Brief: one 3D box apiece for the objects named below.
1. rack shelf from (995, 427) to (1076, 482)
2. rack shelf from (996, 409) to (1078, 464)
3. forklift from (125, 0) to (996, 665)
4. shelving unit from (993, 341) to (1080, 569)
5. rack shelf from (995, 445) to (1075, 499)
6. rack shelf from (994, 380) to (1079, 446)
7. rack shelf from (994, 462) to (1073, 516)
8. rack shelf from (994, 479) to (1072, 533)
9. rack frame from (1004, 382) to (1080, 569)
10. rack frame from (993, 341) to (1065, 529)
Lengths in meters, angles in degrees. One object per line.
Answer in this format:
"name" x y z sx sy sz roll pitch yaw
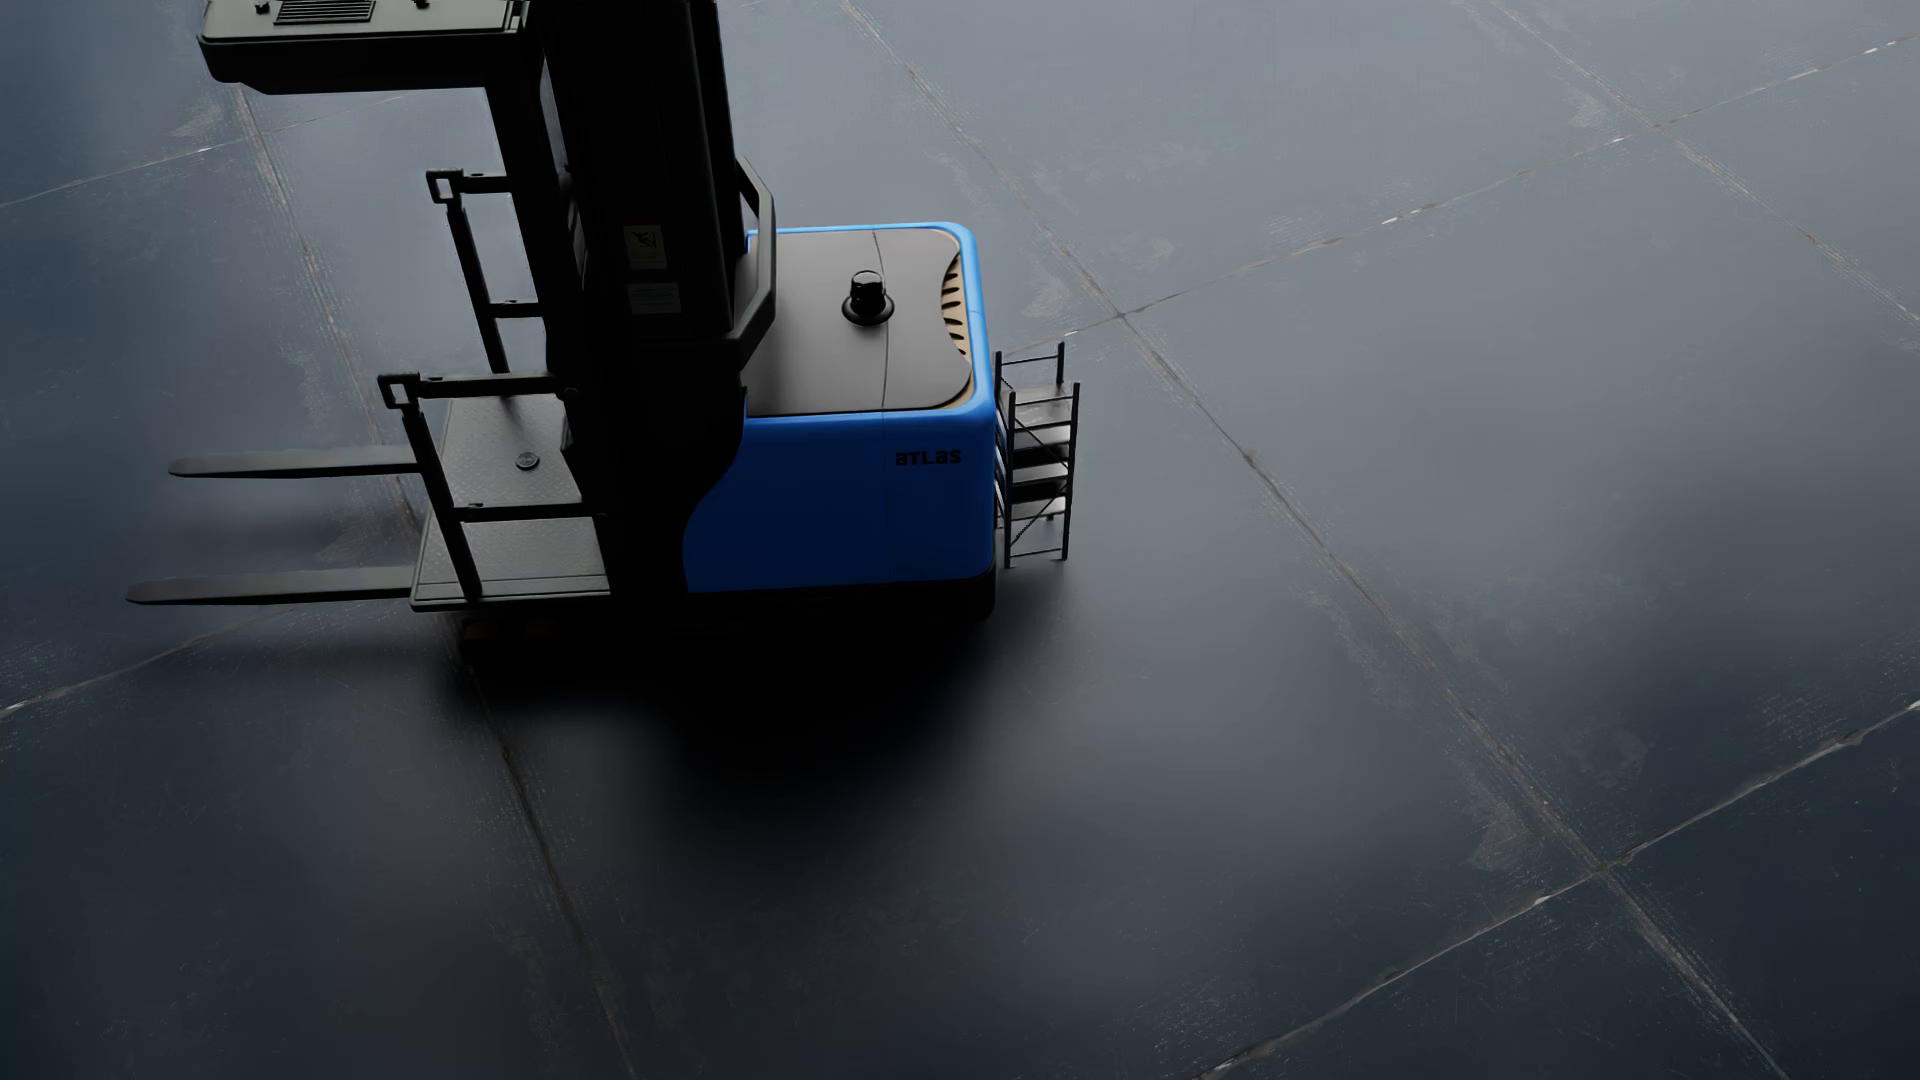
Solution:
"rack shelf" 0.259 -0.320 5.857 0.258 0.077 0.200 -9 49 -8
"rack shelf" 0.259 -0.380 5.789 0.258 0.077 0.200 -9 49 -8
"forklift" -1.414 -0.939 5.124 3.031 2.935 1.130 -3 49 -3
"shelving unit" 0.259 -0.283 5.900 0.258 0.900 0.210 -9 49 -8
"rack shelf" 0.259 -0.261 5.925 0.258 0.077 0.200 -9 49 -8
"rack shelf" 0.259 -0.439 5.722 0.258 0.077 0.200 -9 49 -8
"rack shelf" 0.259 -0.202 5.993 0.258 0.077 0.200 -9 49 -8
"rack shelf" 0.259 -0.143 6.060 0.258 0.077 0.200 -9 49 -8
"rack frame" 0.280 -0.208 5.834 0.240 0.900 0.006 -9 49 -8
"rack frame" 0.238 -0.358 5.965 0.240 0.900 0.006 -9 49 -8
